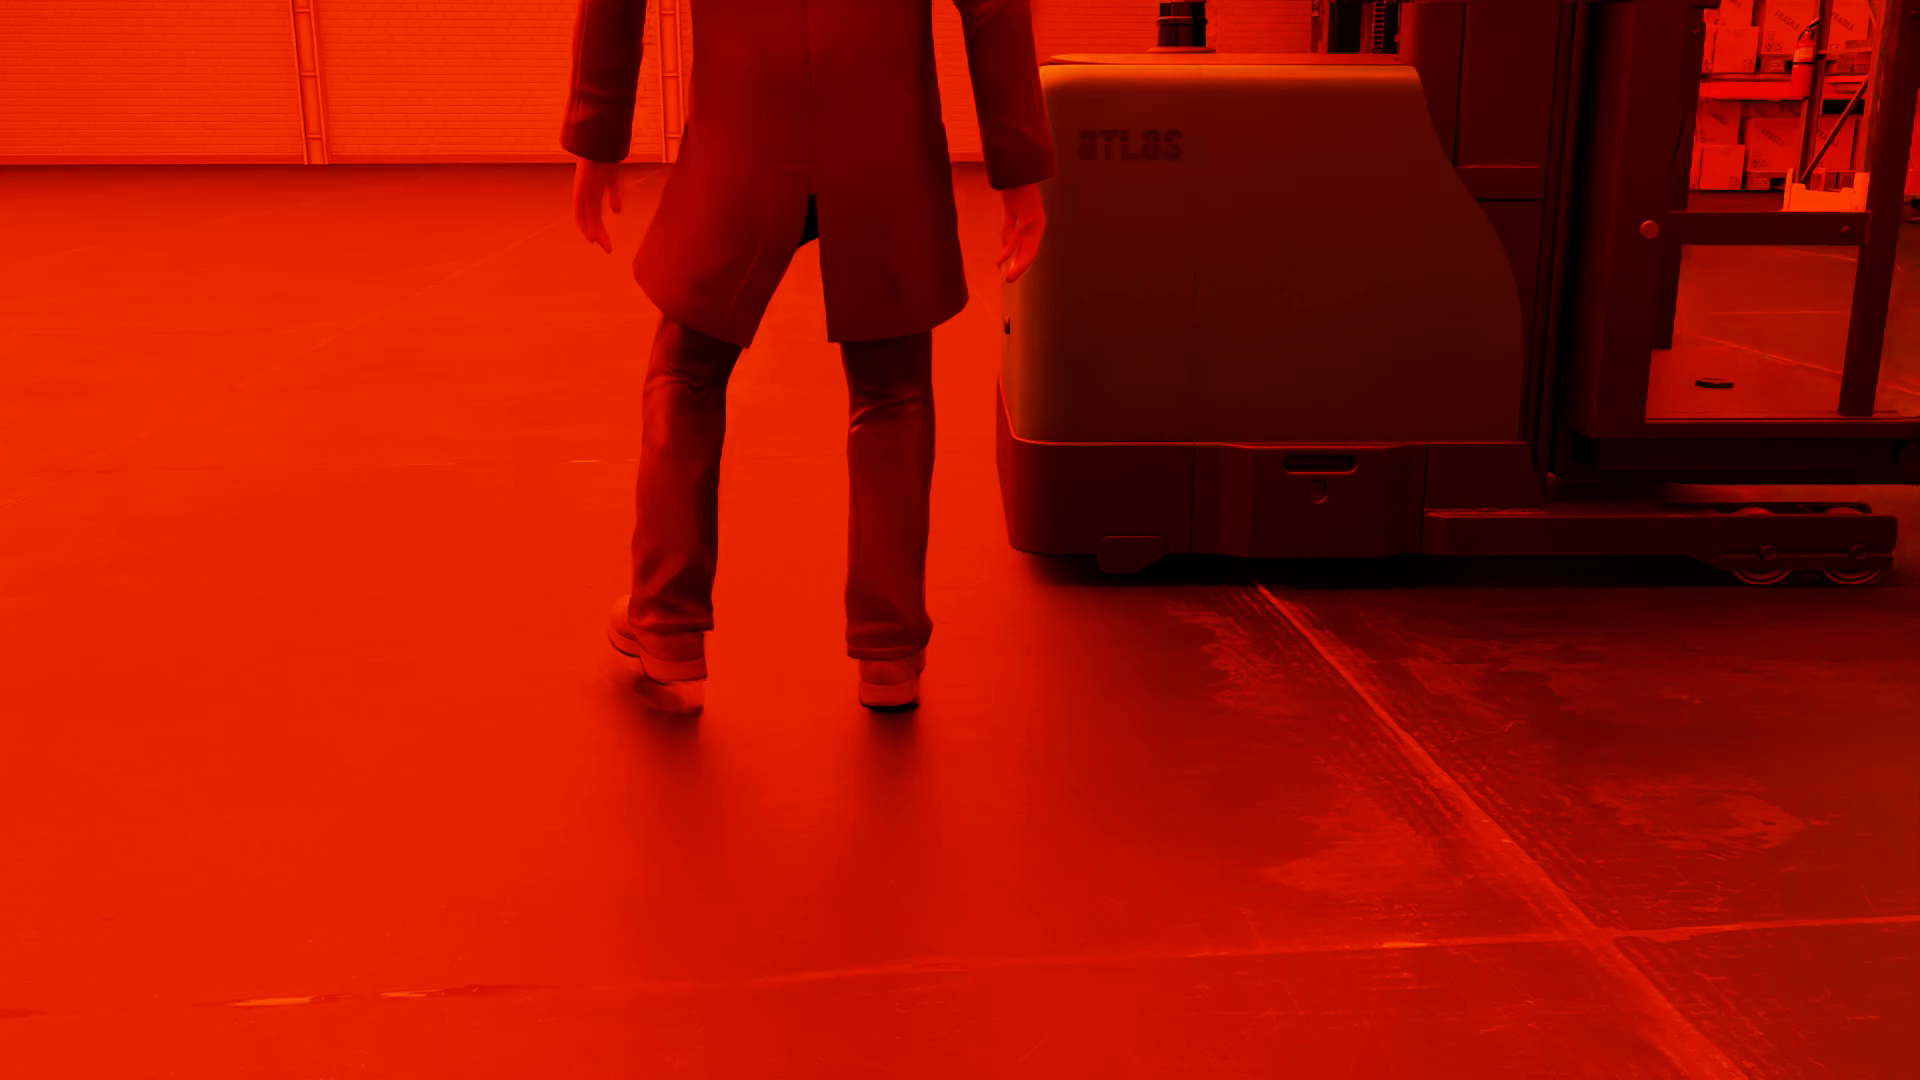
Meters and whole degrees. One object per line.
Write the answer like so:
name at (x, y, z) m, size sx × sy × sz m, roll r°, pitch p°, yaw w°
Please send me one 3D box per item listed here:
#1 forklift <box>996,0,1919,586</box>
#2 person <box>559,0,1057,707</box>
forklift at (1.619, -1.455, 3.706) m, size 3.031 × 2.935 × 1.130 m, roll 0°, pitch 15°, yaw -1°
person at (-0.254, -0.602, 2.786) m, size 0.825 × 1.751 × 0.419 m, roll -1°, pitch 15°, yaw -3°
